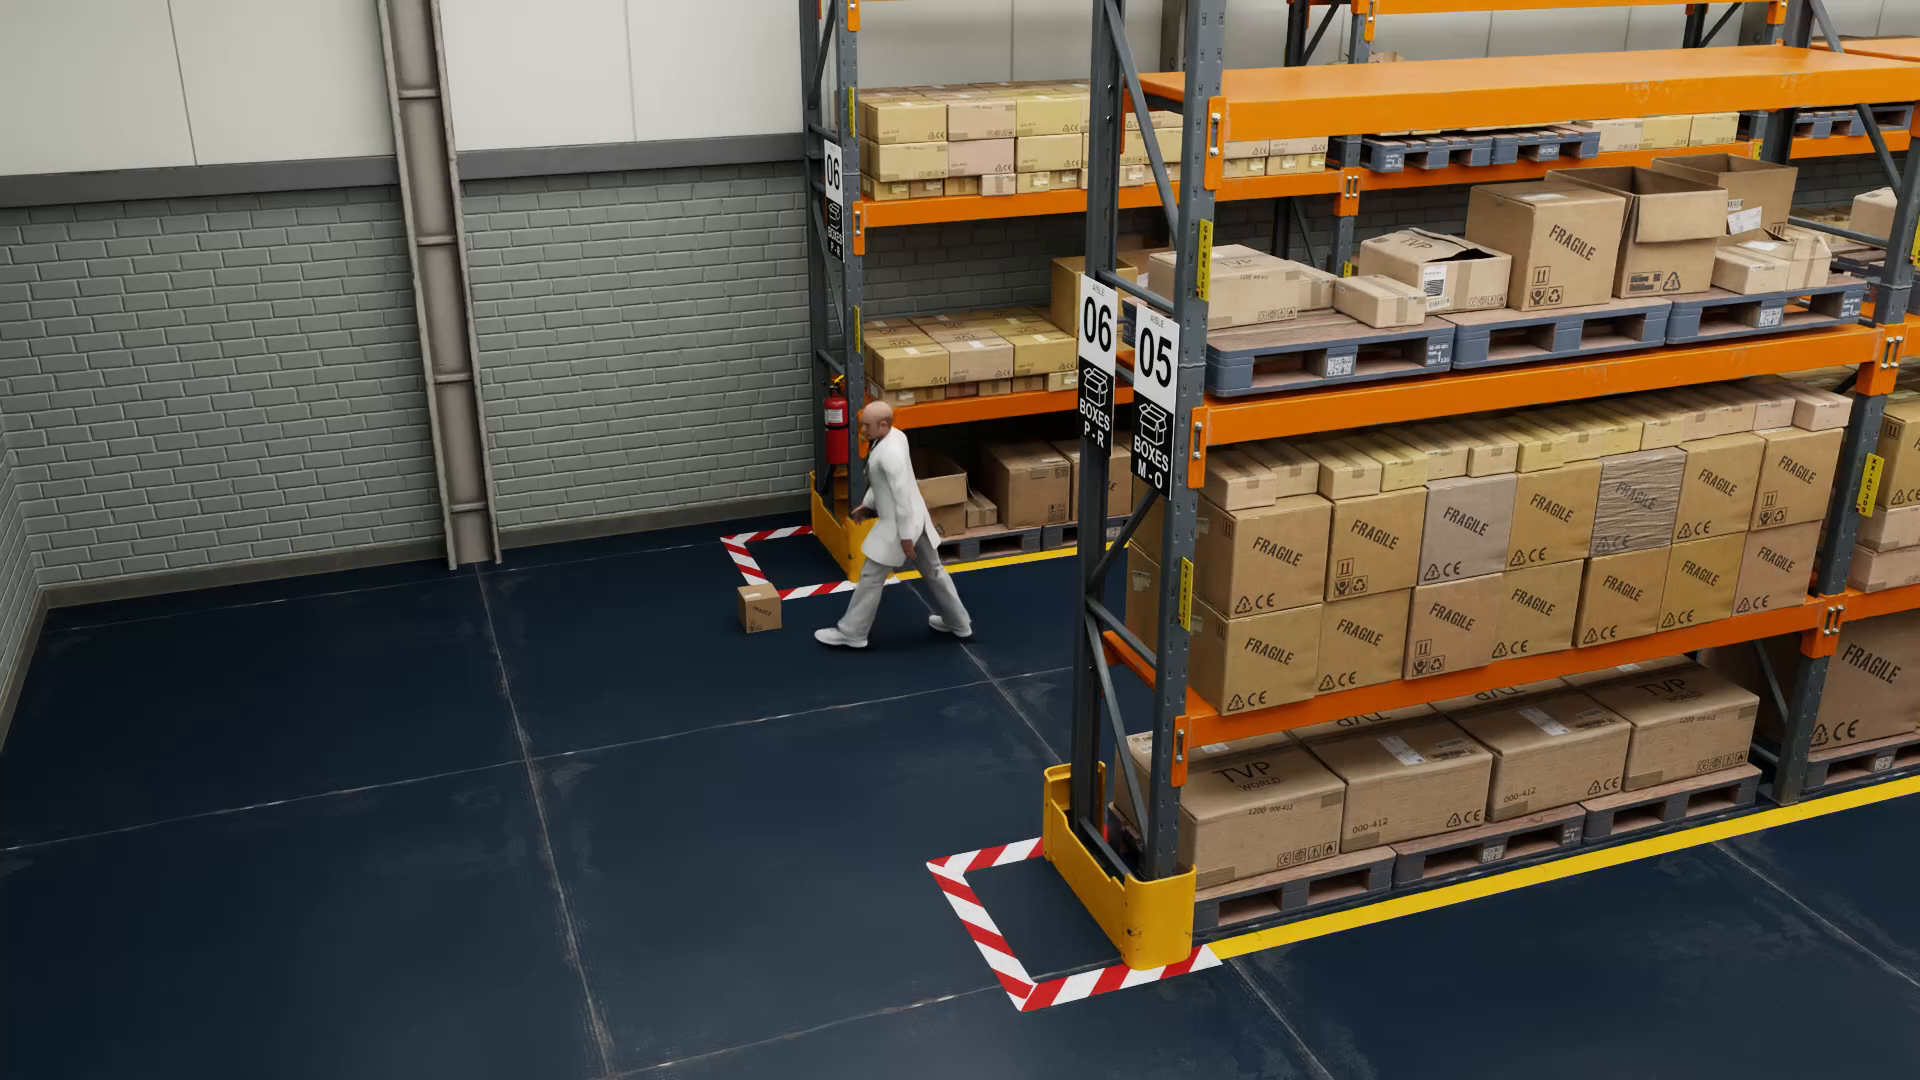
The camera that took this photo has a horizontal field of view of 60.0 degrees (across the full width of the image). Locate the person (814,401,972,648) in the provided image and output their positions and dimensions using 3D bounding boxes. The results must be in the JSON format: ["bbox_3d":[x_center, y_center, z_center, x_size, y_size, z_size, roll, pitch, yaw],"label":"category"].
[{"bbox_3d":[-0.443,-0.129,11.182,1.038,1.705,0.592,5,23,12],"label":"person"}]
